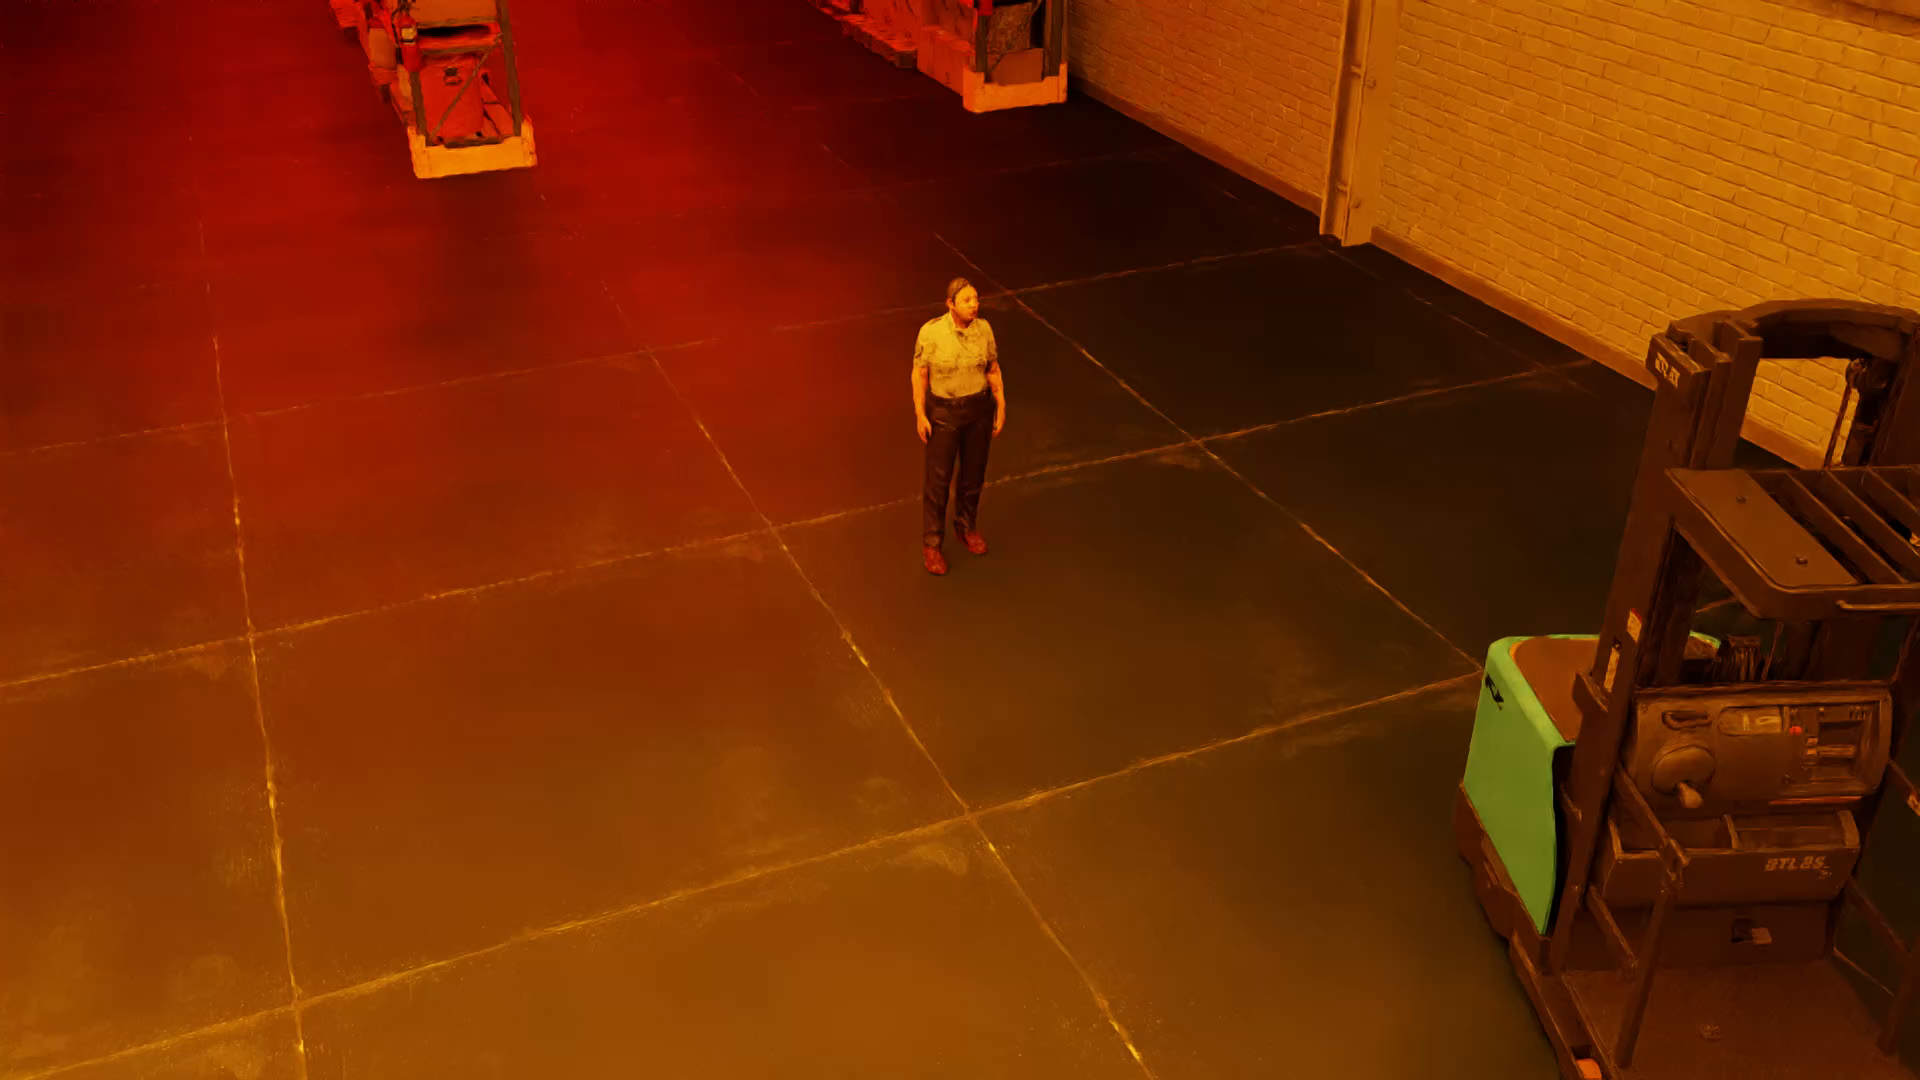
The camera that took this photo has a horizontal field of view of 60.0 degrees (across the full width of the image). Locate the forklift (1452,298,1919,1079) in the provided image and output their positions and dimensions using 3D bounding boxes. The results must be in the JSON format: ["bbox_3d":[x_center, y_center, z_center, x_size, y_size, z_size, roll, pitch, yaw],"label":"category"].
[{"bbox_3d":[2.870,0.792,5.736,1.130,2.935,3.031,-2,30,-3],"label":"forklift"}]

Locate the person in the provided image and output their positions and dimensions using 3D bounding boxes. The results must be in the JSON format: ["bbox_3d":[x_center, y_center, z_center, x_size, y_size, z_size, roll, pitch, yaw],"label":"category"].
[{"bbox_3d":[0.015,-0.672,9.583,0.599,1.642,0.502,-12,32,-20],"label":"person"}]
